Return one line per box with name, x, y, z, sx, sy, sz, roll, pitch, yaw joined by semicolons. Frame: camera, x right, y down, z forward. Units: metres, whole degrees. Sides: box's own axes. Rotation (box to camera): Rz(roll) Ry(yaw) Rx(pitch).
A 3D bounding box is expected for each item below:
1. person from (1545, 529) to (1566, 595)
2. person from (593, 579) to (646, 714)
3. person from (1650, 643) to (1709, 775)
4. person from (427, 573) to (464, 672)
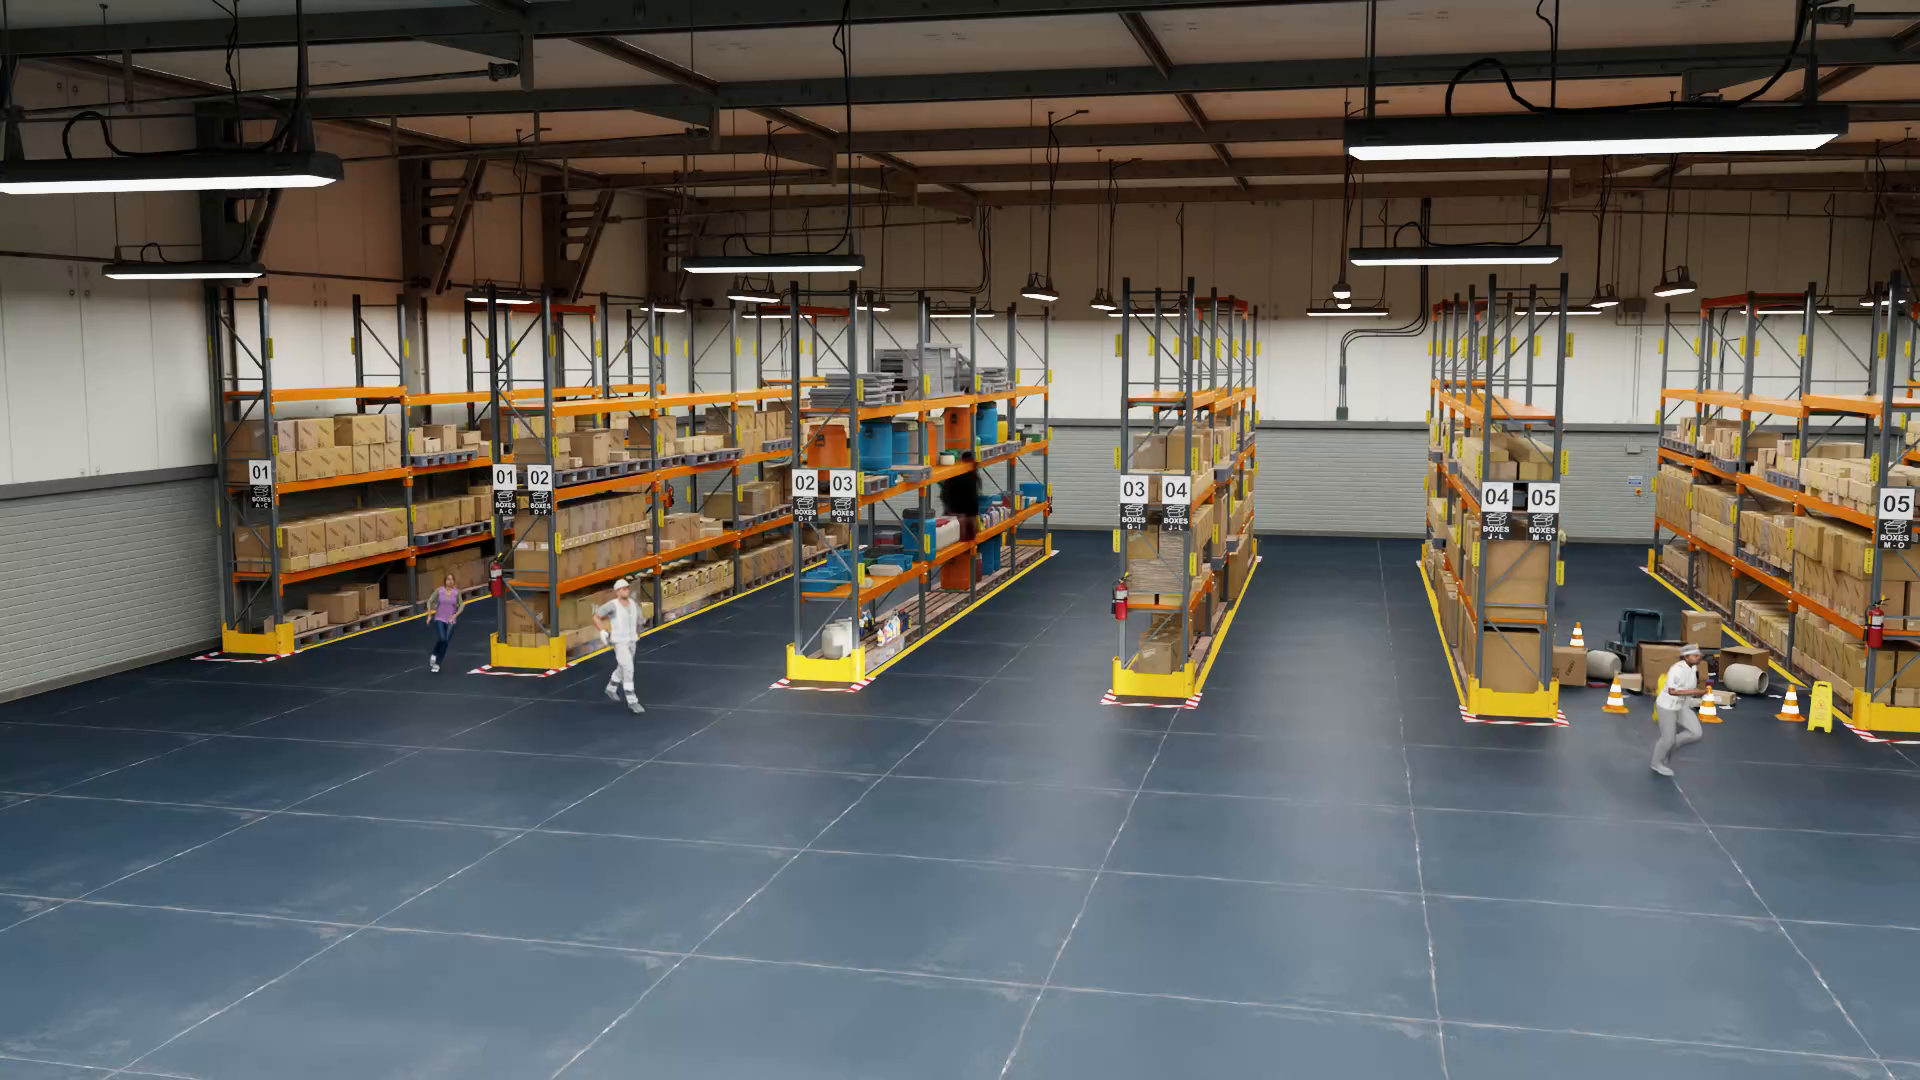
person;11.937;0.315;33.615;0.556;1.635;0.612;1;7;12
person;-4.671;1.445;23.077;0.917;1.814;0.660;5;8;35
person;8.421;1.973;19.433;0.552;1.622;0.728;-4;8;-30
person;-7.968;1.290;25.798;0.556;1.510;0.520;-3;7;-24
